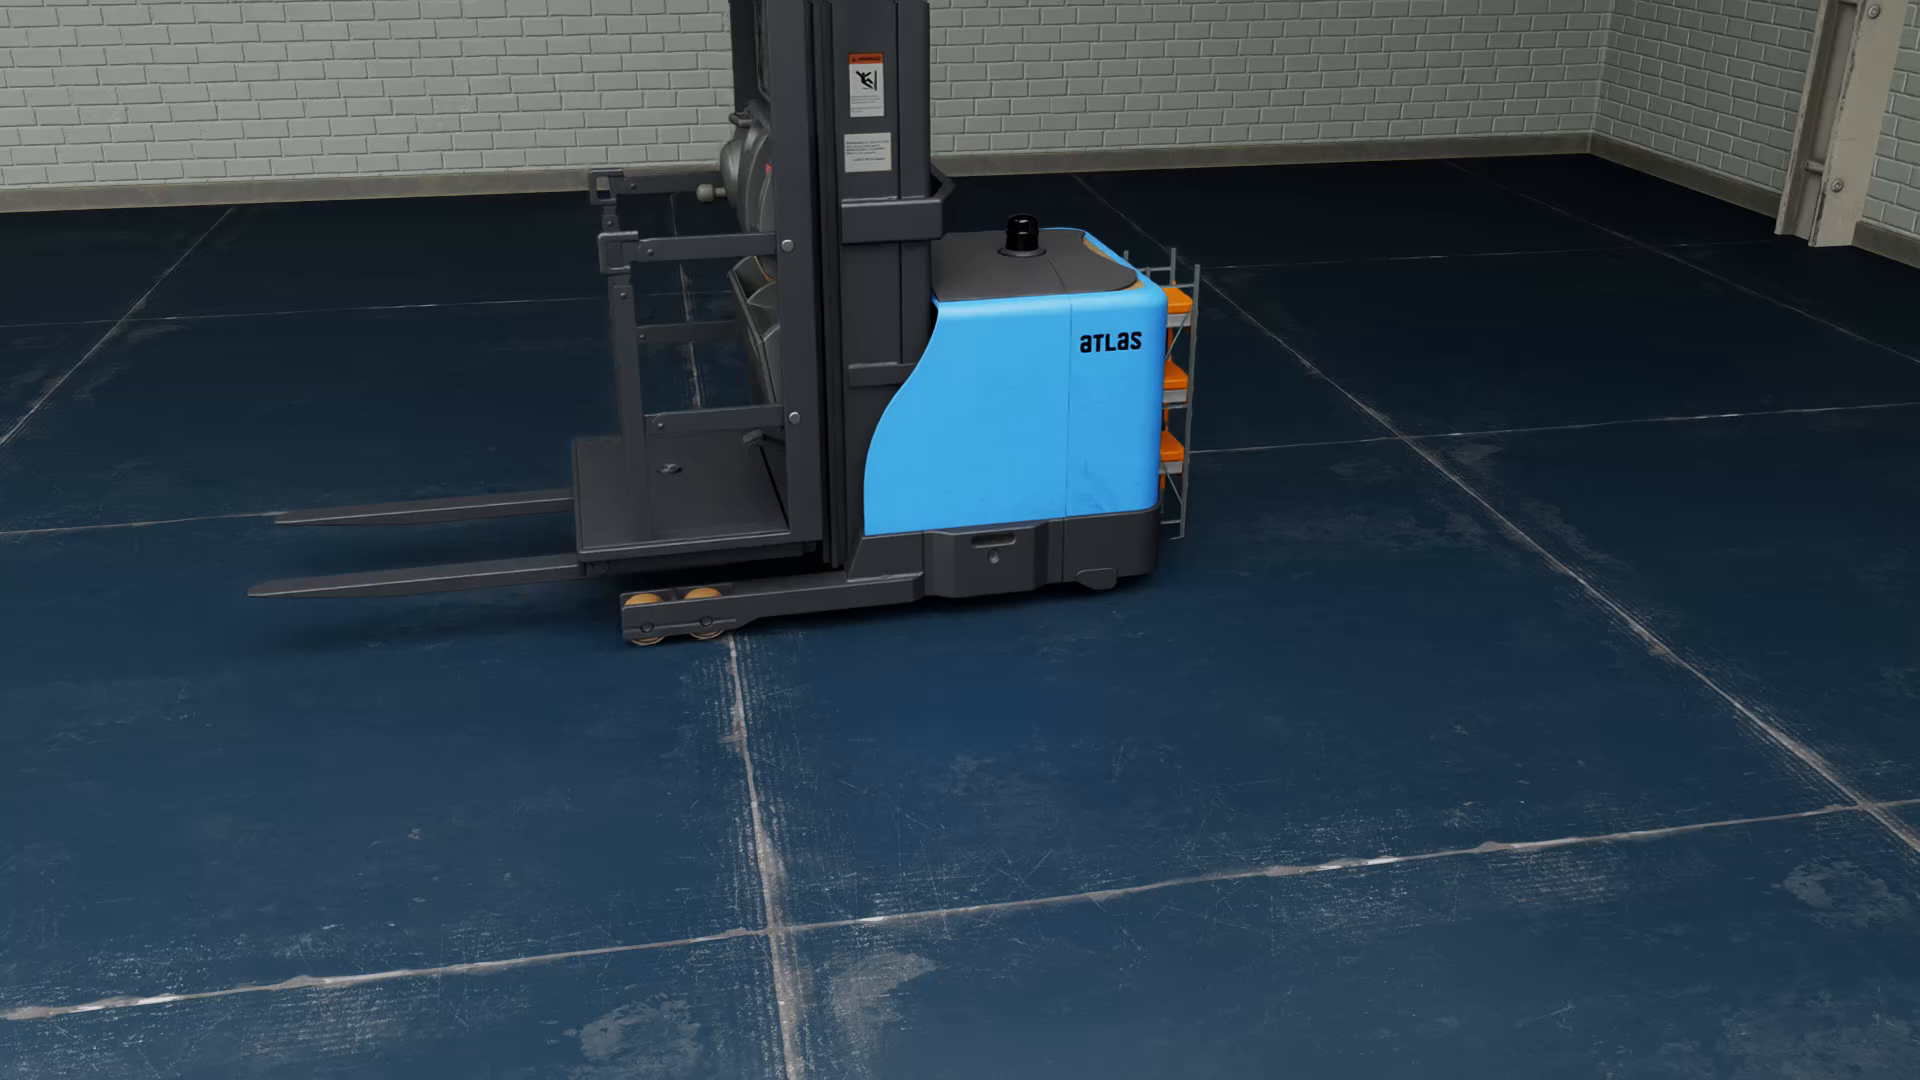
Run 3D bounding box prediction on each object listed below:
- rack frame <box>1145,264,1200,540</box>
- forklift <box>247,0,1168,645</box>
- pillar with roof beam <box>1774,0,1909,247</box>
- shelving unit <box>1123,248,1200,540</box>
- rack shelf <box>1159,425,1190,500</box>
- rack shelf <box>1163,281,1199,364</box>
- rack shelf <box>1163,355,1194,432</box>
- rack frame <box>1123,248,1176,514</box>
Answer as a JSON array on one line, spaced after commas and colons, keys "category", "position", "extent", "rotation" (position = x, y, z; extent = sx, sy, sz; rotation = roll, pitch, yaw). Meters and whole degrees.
[{"category": "rack frame", "position": [0.746, -0.479, 6.035], "extent": [0.200, 1.050, 0.008], "rotation": [-5, 24, -12]}, {"category": "forklift", "position": [-0.872, -1.230, 5.405], "extent": [3.031, 2.935, 1.130], "rotation": [-5, 24, -12]}, {"category": "pillar with roof beam", "position": [1.259, -5.742, 8.153], "extent": [9.100, 9.000, 0.400], "rotation": [-4, 24, -10]}, {"category": "shelving unit", "position": [0.718, -0.527, 6.144], "extent": [0.215, 1.050, 0.252], "rotation": [-5, 24, -12]}, {"category": "rack shelf", "position": [0.718, -0.262, 6.260], "extent": [0.215, 0.259, 0.240], "rotation": [-5, 24, -12]}, {"category": "rack shelf", "position": [0.718, -0.777, 6.035], "extent": [0.215, 0.259, 0.240], "rotation": [-5, 24, -12]}, {"category": "rack shelf", "position": [0.718, -0.517, 6.149], "extent": [0.215, 0.259, 0.240], "rotation": [-5, 24, -12]}, {"category": "rack frame", "position": [0.691, -0.574, 6.253], "extent": [0.200, 1.050, 0.008], "rotation": [-5, 24, -12]}]
